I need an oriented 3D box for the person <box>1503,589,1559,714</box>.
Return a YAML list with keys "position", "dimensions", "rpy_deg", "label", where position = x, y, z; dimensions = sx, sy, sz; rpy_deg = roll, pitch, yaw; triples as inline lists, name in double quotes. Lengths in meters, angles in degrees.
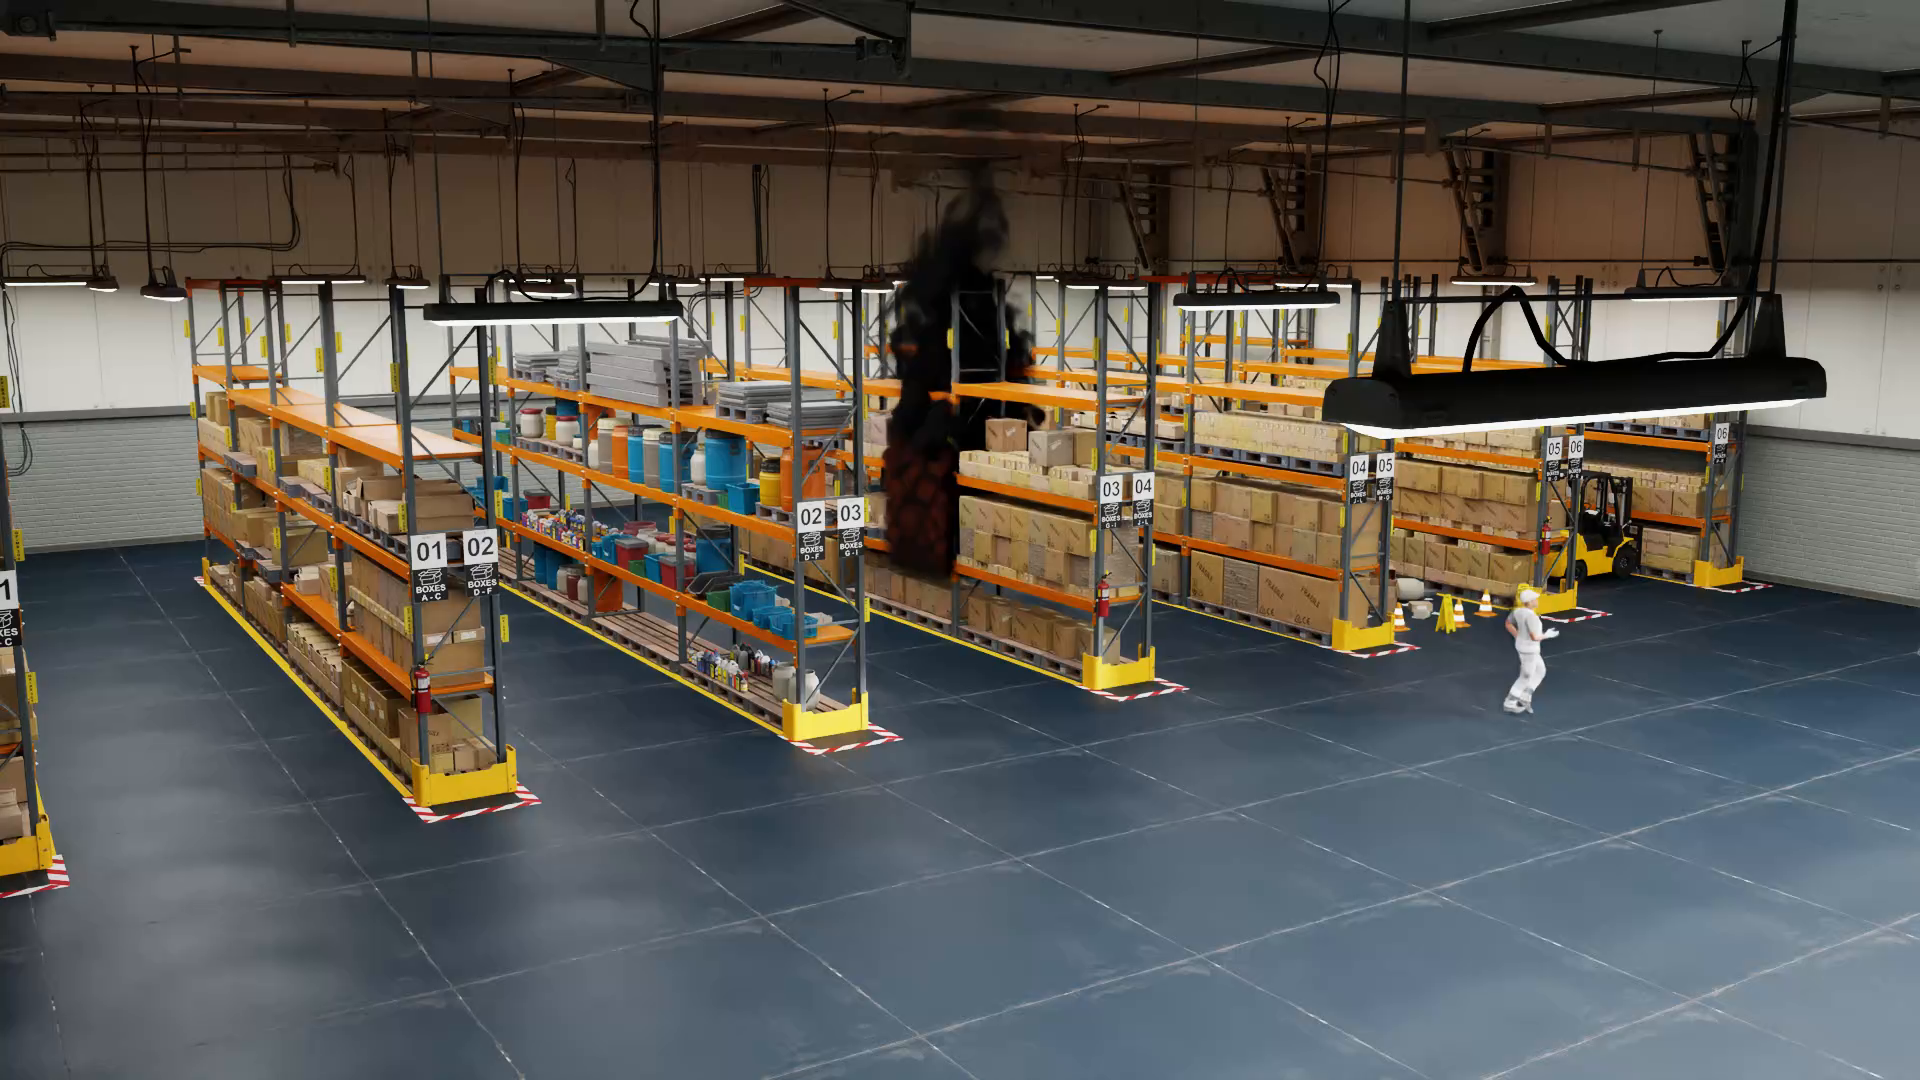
- position: [7.987, 1.580, 23.281]
  dimensions: [0.681, 1.809, 0.635]
  rpy_deg: [1, 10, 5]
  label: "person"
